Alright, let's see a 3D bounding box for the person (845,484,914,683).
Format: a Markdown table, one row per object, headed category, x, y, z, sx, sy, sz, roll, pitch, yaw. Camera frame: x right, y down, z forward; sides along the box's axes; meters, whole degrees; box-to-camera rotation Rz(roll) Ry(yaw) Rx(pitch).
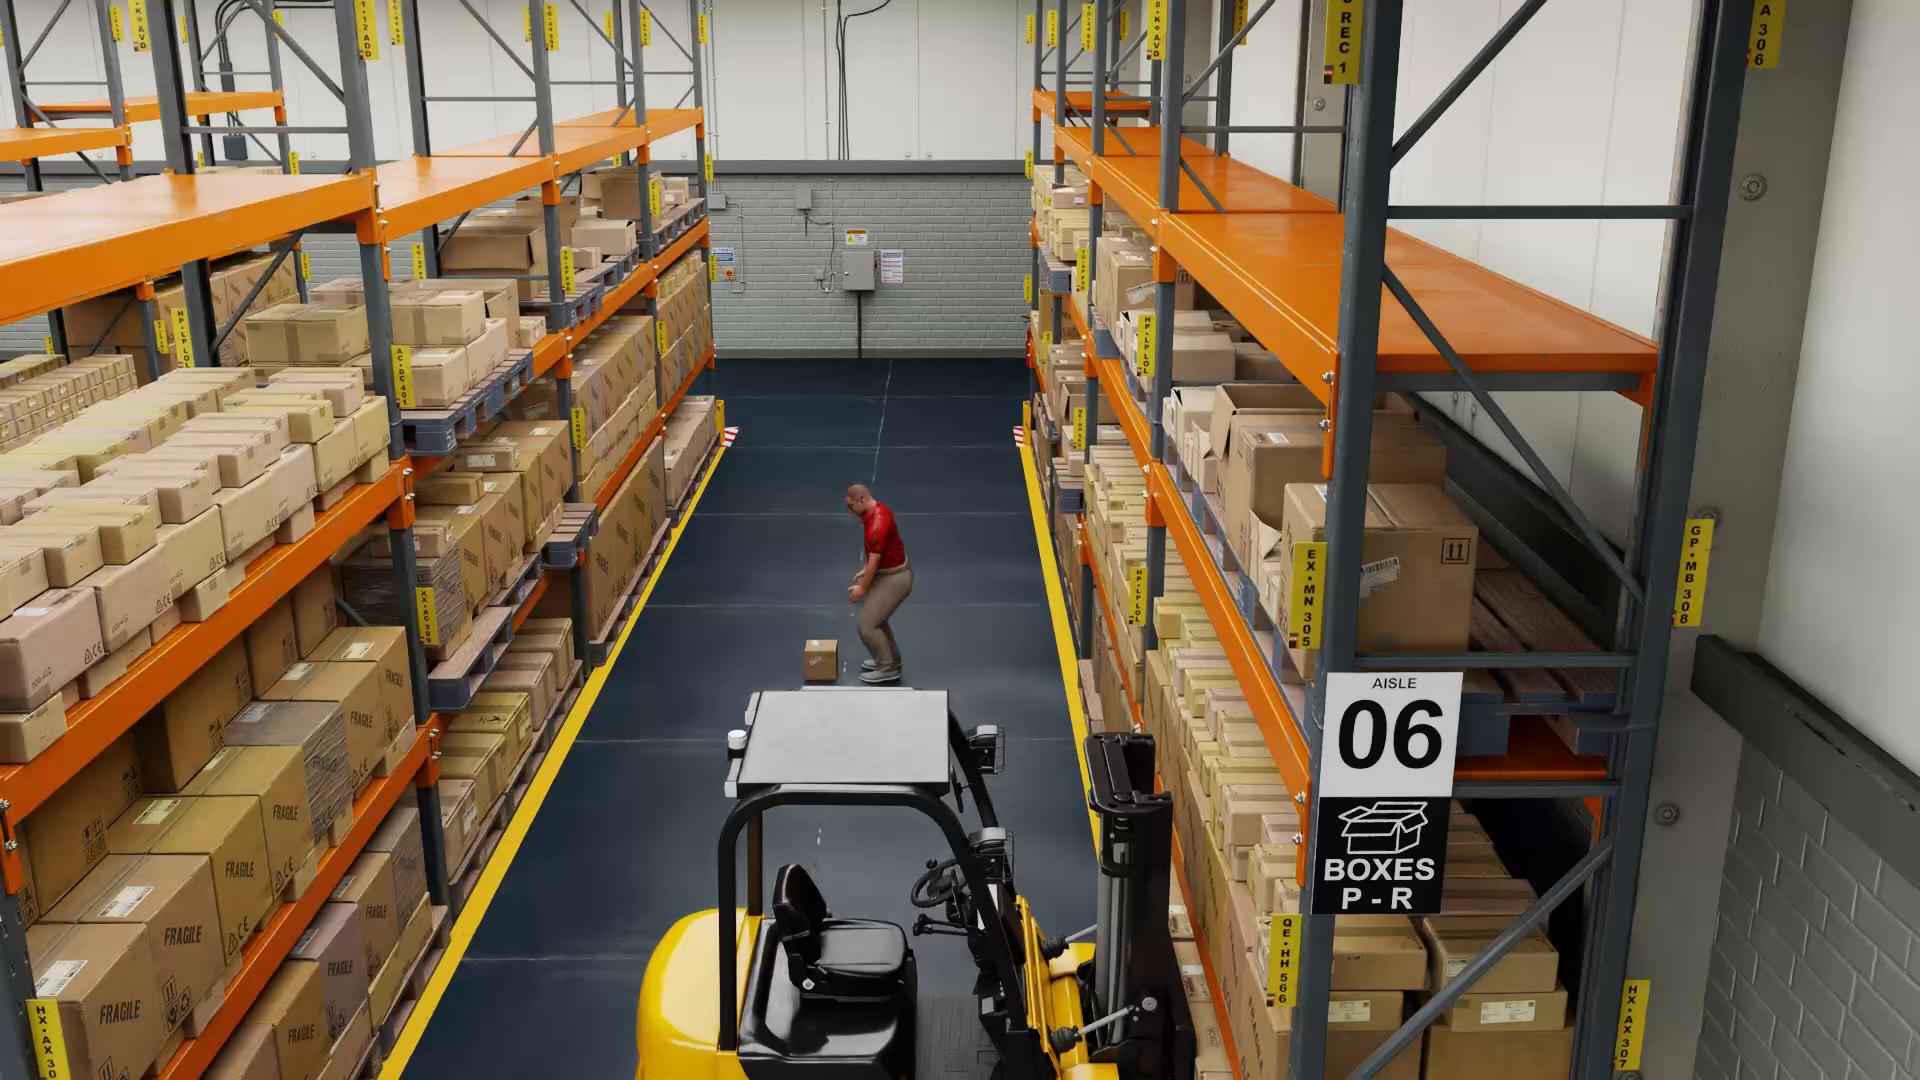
| category | x | y | z | sx | sy | sz | roll | pitch | yaw |
| --- | --- | --- | --- | --- | --- | --- | --- | --- | --- |
| person | -0.635 | 0.332 | 13.217 | 0.526 | 1.607 | 0.575 | 0 | 17 | 0 |
